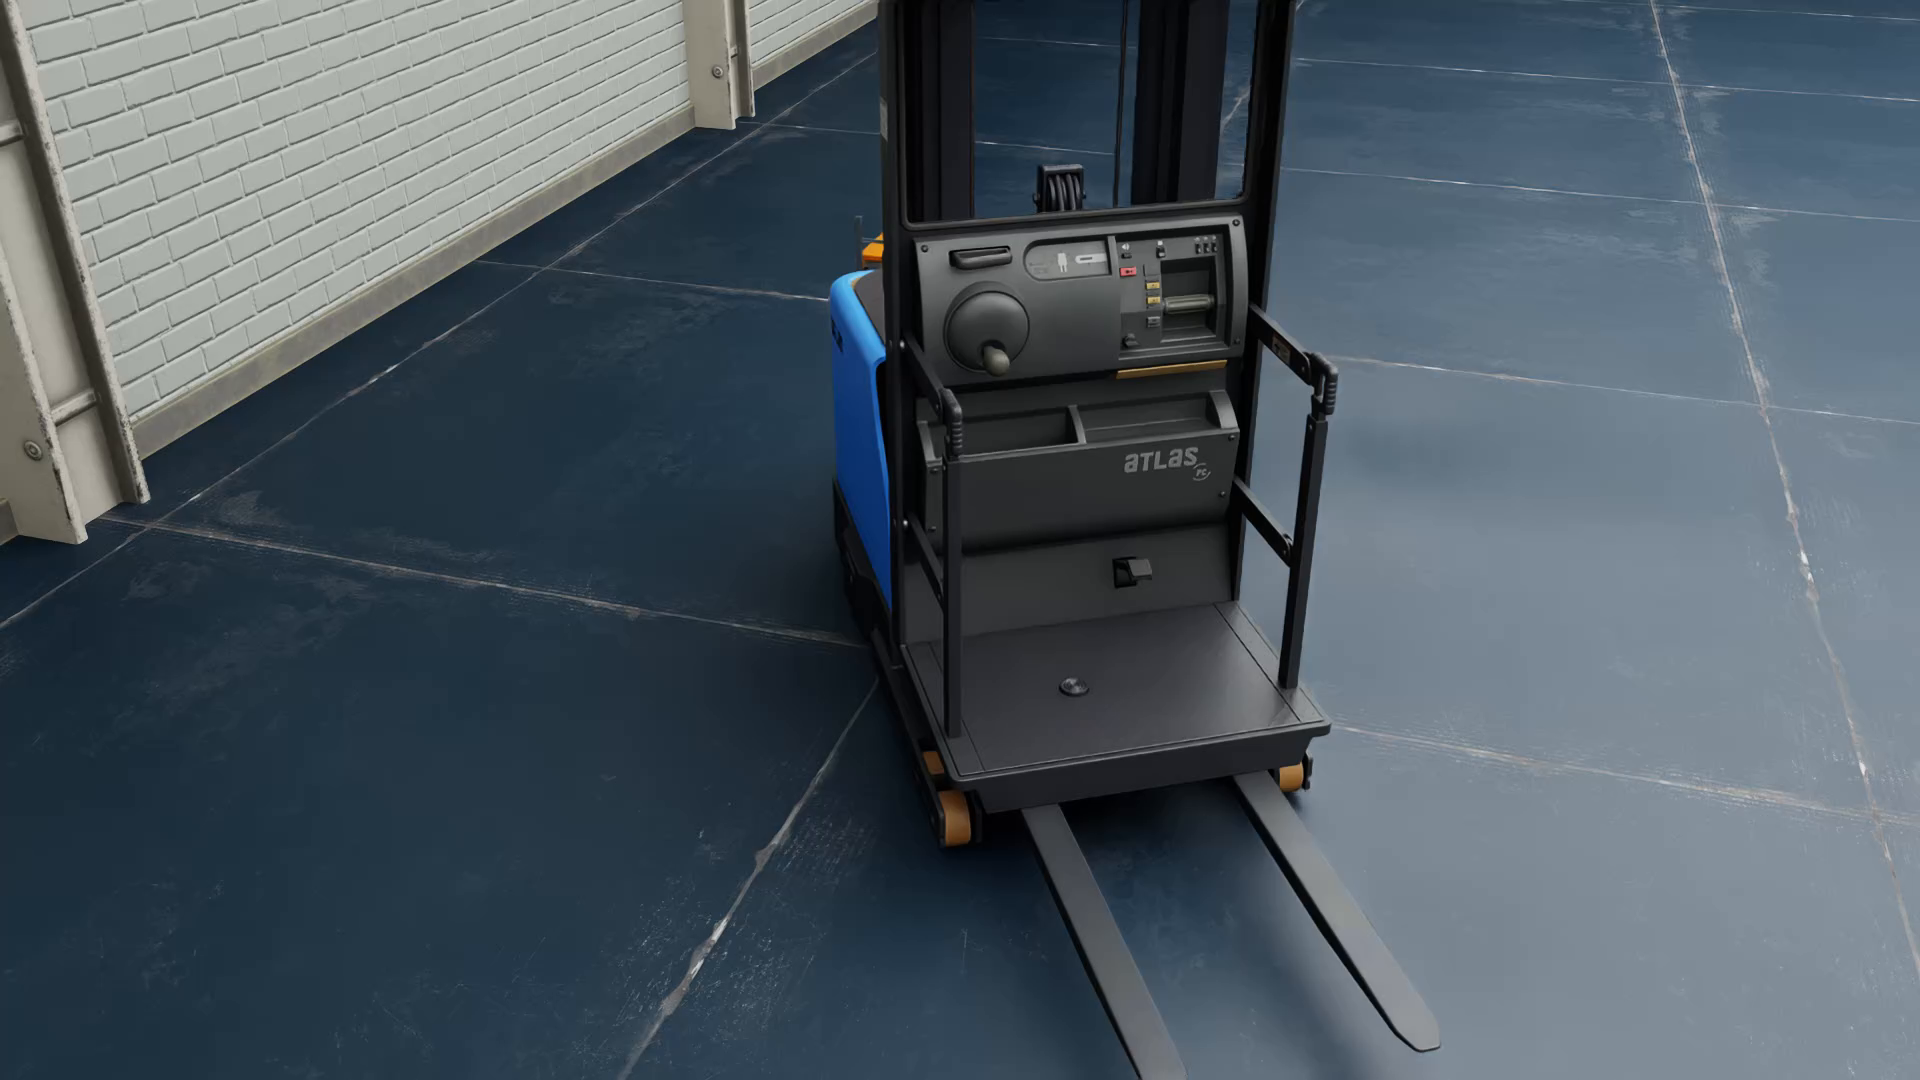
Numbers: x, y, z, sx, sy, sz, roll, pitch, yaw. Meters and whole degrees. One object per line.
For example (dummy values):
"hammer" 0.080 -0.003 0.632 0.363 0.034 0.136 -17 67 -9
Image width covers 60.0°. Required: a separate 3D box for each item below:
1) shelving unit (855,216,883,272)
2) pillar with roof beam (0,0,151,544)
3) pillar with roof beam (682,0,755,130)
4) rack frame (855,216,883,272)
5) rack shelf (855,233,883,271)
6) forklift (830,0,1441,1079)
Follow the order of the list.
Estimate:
"shelving unit" -0.175 -0.702 6.278 0.258 1.200 0.503 9 30 16
"pillar with roof beam" 0.727 -3.415 3.132 9.100 9.000 0.400 8 30 15
"pillar with roof beam" 2.489 -6.203 8.144 9.100 9.000 0.400 8 30 15
"rack frame" -0.251 -0.589 6.075 0.240 1.200 0.015 9 30 16
"rack shelf" -0.175 -1.046 6.087 0.258 0.148 0.480 9 30 16
"forklift" 0.394 -0.620 4.350 1.130 2.935 3.031 -7 30 -12
